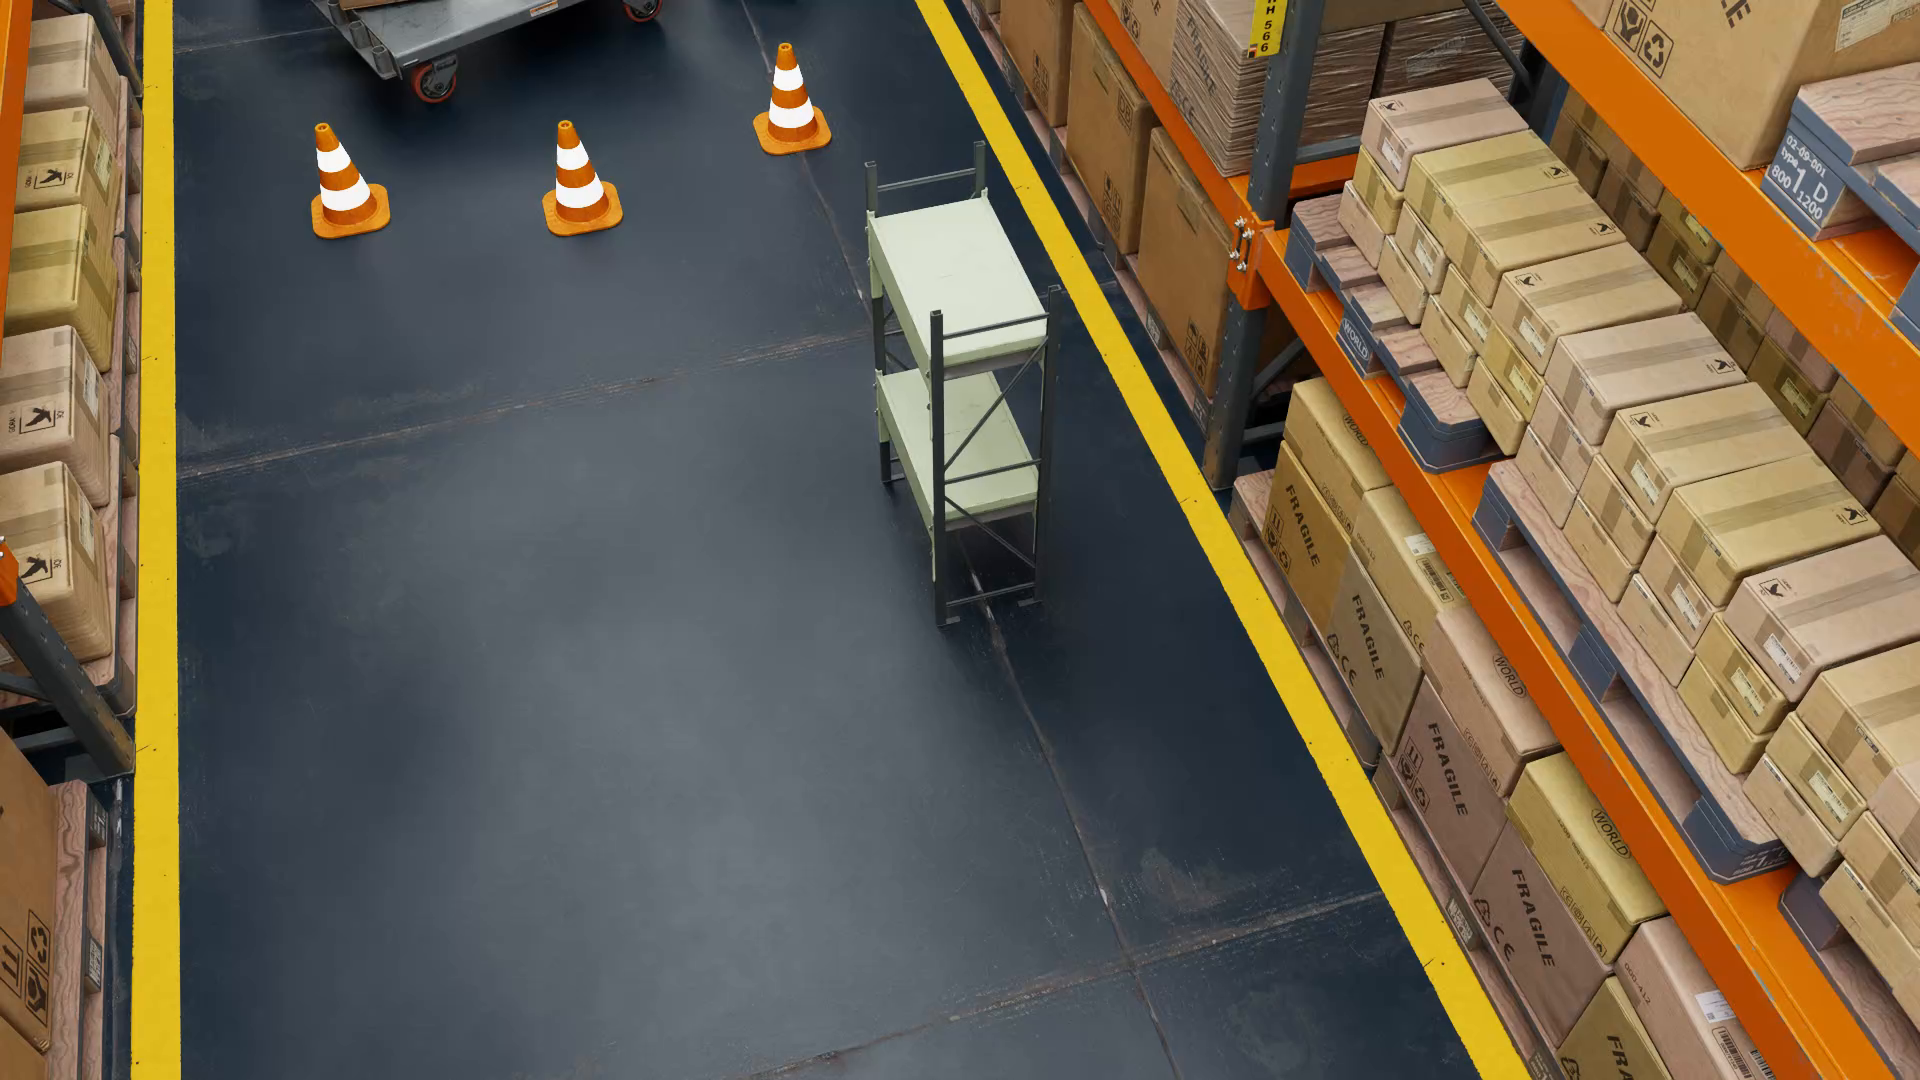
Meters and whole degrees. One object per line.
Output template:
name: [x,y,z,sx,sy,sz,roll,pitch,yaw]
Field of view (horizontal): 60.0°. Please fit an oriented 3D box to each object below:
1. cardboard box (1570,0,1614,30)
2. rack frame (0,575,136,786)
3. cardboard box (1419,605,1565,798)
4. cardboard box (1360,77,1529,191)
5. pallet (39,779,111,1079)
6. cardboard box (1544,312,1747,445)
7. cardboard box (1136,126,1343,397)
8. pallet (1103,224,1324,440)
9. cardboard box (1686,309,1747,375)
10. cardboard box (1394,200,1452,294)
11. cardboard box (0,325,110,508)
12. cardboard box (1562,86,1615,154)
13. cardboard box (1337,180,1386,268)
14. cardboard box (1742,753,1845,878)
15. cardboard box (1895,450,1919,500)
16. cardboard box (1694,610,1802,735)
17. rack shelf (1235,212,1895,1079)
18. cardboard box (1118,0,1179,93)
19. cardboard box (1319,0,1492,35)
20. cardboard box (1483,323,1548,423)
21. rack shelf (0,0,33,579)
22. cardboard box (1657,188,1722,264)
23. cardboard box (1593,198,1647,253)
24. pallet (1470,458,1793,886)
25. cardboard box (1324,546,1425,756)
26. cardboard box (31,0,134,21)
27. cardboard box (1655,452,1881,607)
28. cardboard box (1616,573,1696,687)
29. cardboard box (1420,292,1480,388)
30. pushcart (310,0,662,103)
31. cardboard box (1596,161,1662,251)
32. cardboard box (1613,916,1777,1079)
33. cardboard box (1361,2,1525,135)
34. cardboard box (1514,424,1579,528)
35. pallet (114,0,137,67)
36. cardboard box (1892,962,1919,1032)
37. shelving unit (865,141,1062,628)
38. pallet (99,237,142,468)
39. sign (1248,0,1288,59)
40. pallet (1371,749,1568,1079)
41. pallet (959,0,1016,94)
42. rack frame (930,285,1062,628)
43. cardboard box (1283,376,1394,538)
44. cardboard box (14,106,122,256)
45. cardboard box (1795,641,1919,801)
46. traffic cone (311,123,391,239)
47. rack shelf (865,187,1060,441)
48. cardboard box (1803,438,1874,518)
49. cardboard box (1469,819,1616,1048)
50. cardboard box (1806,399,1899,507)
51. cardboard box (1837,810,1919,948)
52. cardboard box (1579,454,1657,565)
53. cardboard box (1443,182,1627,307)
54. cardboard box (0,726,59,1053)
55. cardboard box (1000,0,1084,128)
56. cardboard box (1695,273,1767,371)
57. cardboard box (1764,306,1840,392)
cardboard box: [1.503,-1.463,3.494,0.500,0.500,0.500,-13,51,-11]
rack frame: [-3.265,-0.112,4.382,1.000,3.000,0.127,-13,51,-11]
cardboard box: [1.690,0.417,4.806,0.500,0.250,0.500,-13,51,-11]
cardboard box: [1.386,-1.166,4.772,0.380,0.149,0.250,-13,51,-11]
pallet: [-3.104,1.380,4.949,1.003,0.211,1.213,-13,51,-11]
cardboard box: [1.695,-0.403,4.128,0.380,0.149,0.250,-11,51,-9]
cardboard box: [1.339,-1.180,6.480,1.050,0.750,0.750,-14,51,-11]
pallet: [1.272,-0.999,6.954,1.003,0.211,1.213,-13,51,-11]
cardboard box: [2.237,-0.550,4.642,0.380,0.149,0.250,-14,51,-11]
cardboard box: [1.467,-0.859,4.707,0.380,0.149,0.250,-11,51,-9]
cardboard box: [-3.649,-0.352,6.029,0.950,0.372,0.625,-14,51,-12]
cardboard box: [2.017,-1.297,4.882,0.380,0.149,0.250,-15,52,-12]
cardboard box: [1.373,-0.987,5.010,0.380,0.149,0.250,-14,51,-11]
cardboard box: [1.999,0.560,3.706,0.380,0.149,0.250,-15,52,-13]
cardboard box: [2.473,-0.161,3.925,0.380,0.149,0.250,-12,51,-10]
cardboard box: [1.917,0.258,3.765,0.380,0.149,0.250,-13,51,-11]
rack shelf: [2.025,0.388,4.432,1.077,0.370,4.000,-13,51,-11]
cardboard box: [0.898,-1.970,5.883,0.500,0.500,0.500,-13,51,-11]
cardboard box: [1.310,-1.989,5.246,0.700,0.500,0.500,-14,51,-11]
cardboard box: [1.624,-0.481,4.388,0.380,0.149,0.250,-13,51,-11]
rack shelf: [-3.857,-1.341,5.889,1.077,0.370,4.000,-13,51,-11]
cardboard box: [2.166,-0.921,4.565,0.380,0.149,0.250,-12,51,-10]
cardboard box: [2.090,-0.921,4.954,0.380,0.149,0.250,-13,51,-11]
pallet: [2.058,0.194,4.250,1.003,0.211,1.213,-13,51,-11]
cardboard box: [1.551,0.306,5.390,0.500,0.500,0.500,-13,51,-11]
cardboard box: [-4.365,-2.774,8.151,0.500,0.250,0.500,-15,52,-13]
cardboard box: [1.846,-0.027,3.811,0.380,0.149,0.250,-14,51,-11]
cardboard box: [1.843,0.171,4.033,0.380,0.149,0.250,-15,51,-12]
cardboard box: [1.533,-0.594,4.678,0.380,0.149,0.250,-11,51,-9]
pushcart: [-2.285,-2.740,8.313,1.648,0.377,0.936,-30,56,-23]
cardboard box: [2.095,-1.003,4.828,0.380,0.149,0.250,-12,51,-10]
cardboard box: [2.015,1.180,4.163,0.500,0.250,0.500,-11,51,-9]
cardboard box: [1.559,-1.726,5.678,0.500,0.500,0.500,-13,51,-11]
cardboard box: [1.695,-0.203,4.349,0.380,0.149,0.250,-12,51,-10]
pallet: [-4.680,-2.617,8.318,1.003,0.211,1.213,-13,51,-11]
cardboard box: [2.161,0.945,3.381,0.380,0.149,0.250,-13,51,-11]
shelving unit: [-0.002,-0.488,5.681,0.431,1.500,0.755,-13,51,-11]
pallet: [-3.852,-0.674,6.680,1.003,0.211,1.213,-13,51,-11]
sign: [0.904,-1.550,4.838,0.100,0.325,0.005,-13,51,-11]
pallet: [2.020,1.054,5.223,1.003,0.211,1.213,-13,51,-11]
pallet: [0.551,-2.781,8.456,1.003,0.211,1.213,-13,51,-11]
rack frame: [0.106,-0.221,5.455,0.400,1.500,0.023,-13,51,-11]
cardboard box: [1.406,-0.318,5.426,0.500,0.250,0.500,-15,52,-13]
cardboard box: [-4.075,-1.415,6.925,0.950,0.372,0.625,-10,51,-9]
cardboard box: [2.009,0.364,3.482,0.380,0.149,0.250,-15,51,-12]
traffic cone: [-2.744,-1.627,7.319,0.336,0.463,0.334,-13,51,-11]
rack shelf: [-0.002,-0.740,5.382,0.431,0.370,0.720,-13,51,-11]
cardboard box: [2.393,-0.165,4.317,0.380,0.149,0.250,-12,51,-10]
cardboard box: [1.858,1.053,4.761,0.500,0.500,0.500,-14,51,-12]
cardboard box: [2.398,-0.256,4.199,0.380,0.149,0.250,-12,51,-10]
cardboard box: [2.075,0.648,3.437,0.380,0.149,0.250,-15,51,-12]
cardboard box: [1.767,-0.116,4.081,0.380,0.149,0.250,-14,51,-11]
cardboard box: [1.536,-0.794,4.458,0.380,0.149,0.250,-14,51,-11]
cardboard box: [-3.140,0.961,4.593,0.875,0.875,0.875,-14,51,-11]
cardboard box: [0.802,-2.498,7.591,1.050,0.750,0.750,-13,51,-11]
cardboard box: [2.249,-0.628,4.513,0.380,0.149,0.250,-13,51,-11]
cardboard box: [2.314,-0.550,4.252,0.380,0.149,0.250,-13,51,-11]
